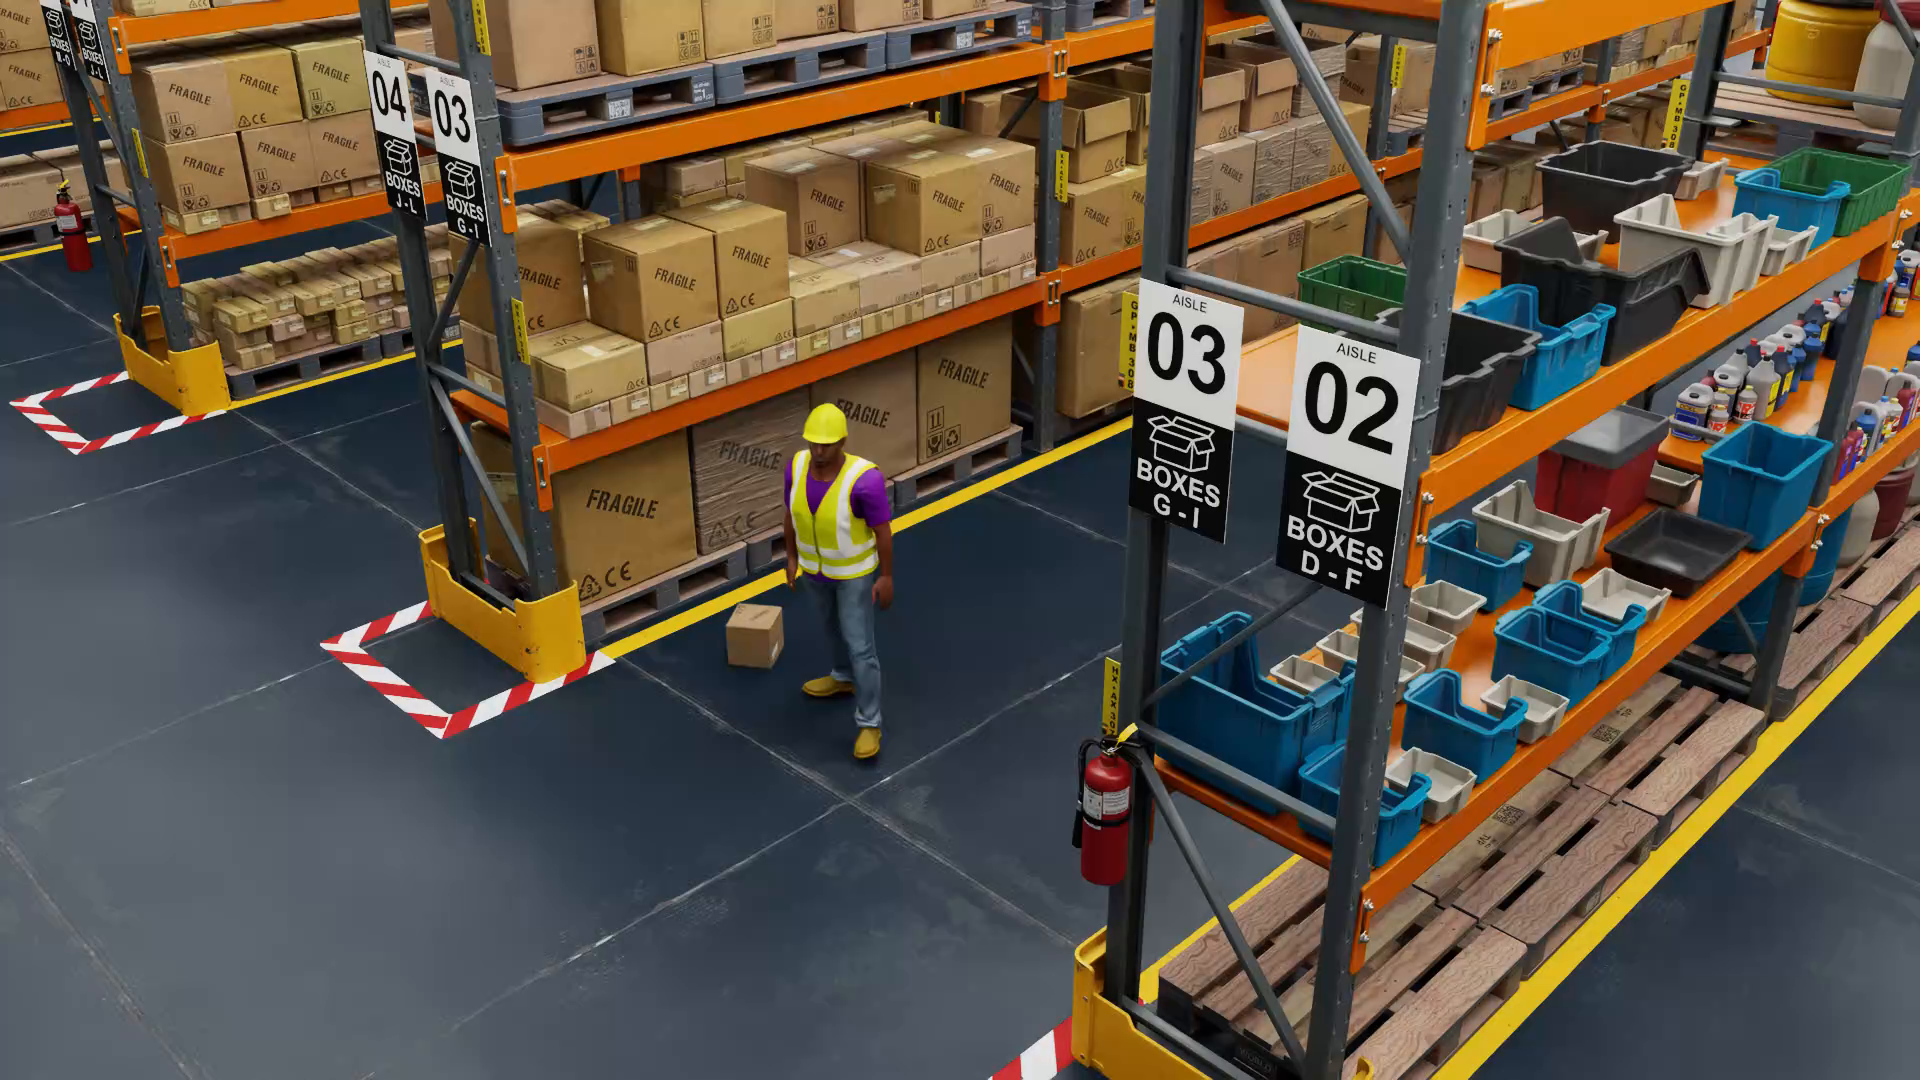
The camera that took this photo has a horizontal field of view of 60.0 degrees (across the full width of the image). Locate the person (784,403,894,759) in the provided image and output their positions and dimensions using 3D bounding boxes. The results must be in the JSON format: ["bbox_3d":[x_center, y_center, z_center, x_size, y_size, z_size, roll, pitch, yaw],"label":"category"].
[{"bbox_3d":[-0.595,0.162,8.242,0.700,1.749,0.646,16,31,27],"label":"person"}]
